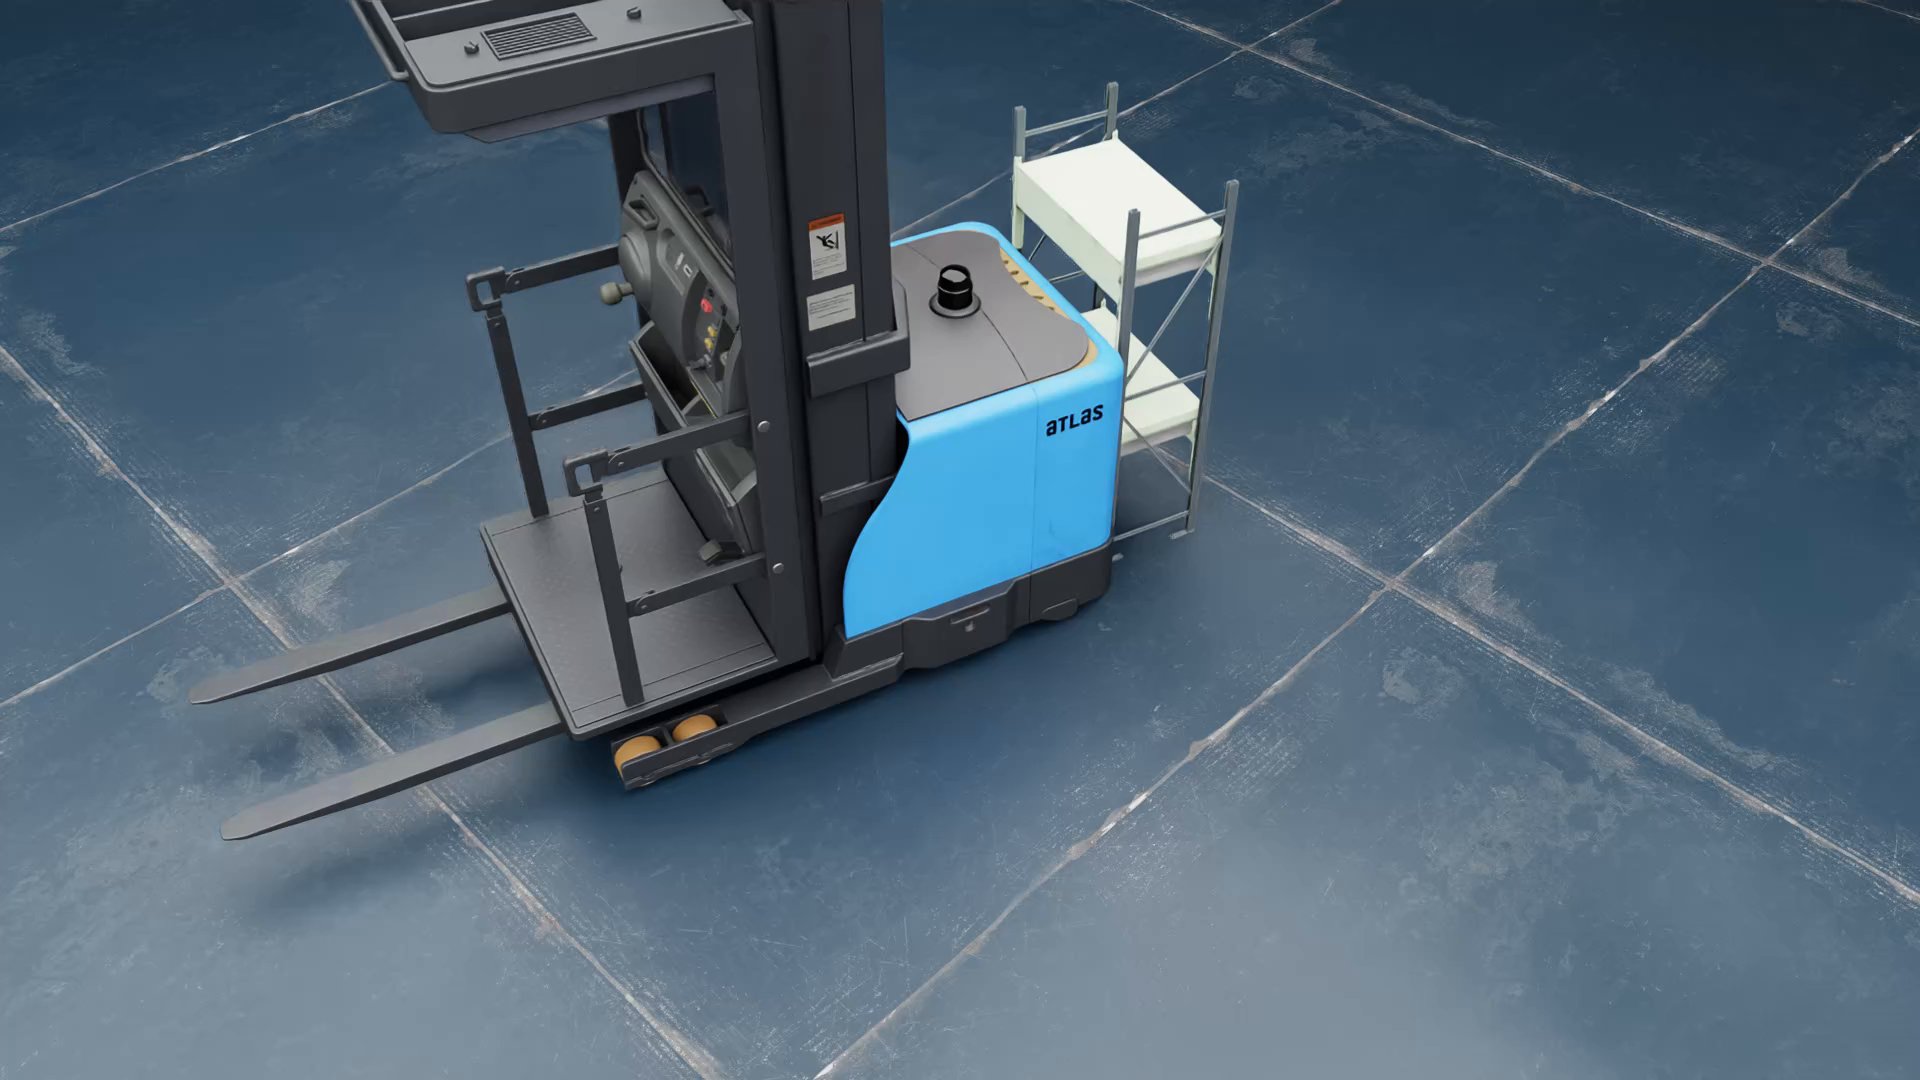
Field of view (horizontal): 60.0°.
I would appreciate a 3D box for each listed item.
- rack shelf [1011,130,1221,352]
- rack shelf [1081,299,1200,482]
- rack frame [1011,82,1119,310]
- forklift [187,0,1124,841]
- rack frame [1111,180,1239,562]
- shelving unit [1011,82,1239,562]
[{"bbox_3d":[0.534,-1.032,5.686,0.431,0.370,0.720,-19,46,-20],"label":"rack shelf"},{"bbox_3d":[0.534,-0.506,6.172,0.431,0.370,0.720,-19,46,-20],"label":"rack shelf"},{"bbox_3d":[0.366,-0.966,6.190,0.400,1.500,0.023,-19,46,-20],"label":"rack frame"},{"bbox_3d":[-1.007,-0.692,4.839,3.031,2.935,1.130,-19,46,-20],"label":"forklift"},{"bbox_3d":[0.702,-0.525,5.713,0.400,1.500,0.023,-19,46,-20],"label":"rack frame"},{"bbox_3d":[0.534,-0.745,5.951,0.431,1.500,0.755,-19,46,-20],"label":"shelving unit"}]
